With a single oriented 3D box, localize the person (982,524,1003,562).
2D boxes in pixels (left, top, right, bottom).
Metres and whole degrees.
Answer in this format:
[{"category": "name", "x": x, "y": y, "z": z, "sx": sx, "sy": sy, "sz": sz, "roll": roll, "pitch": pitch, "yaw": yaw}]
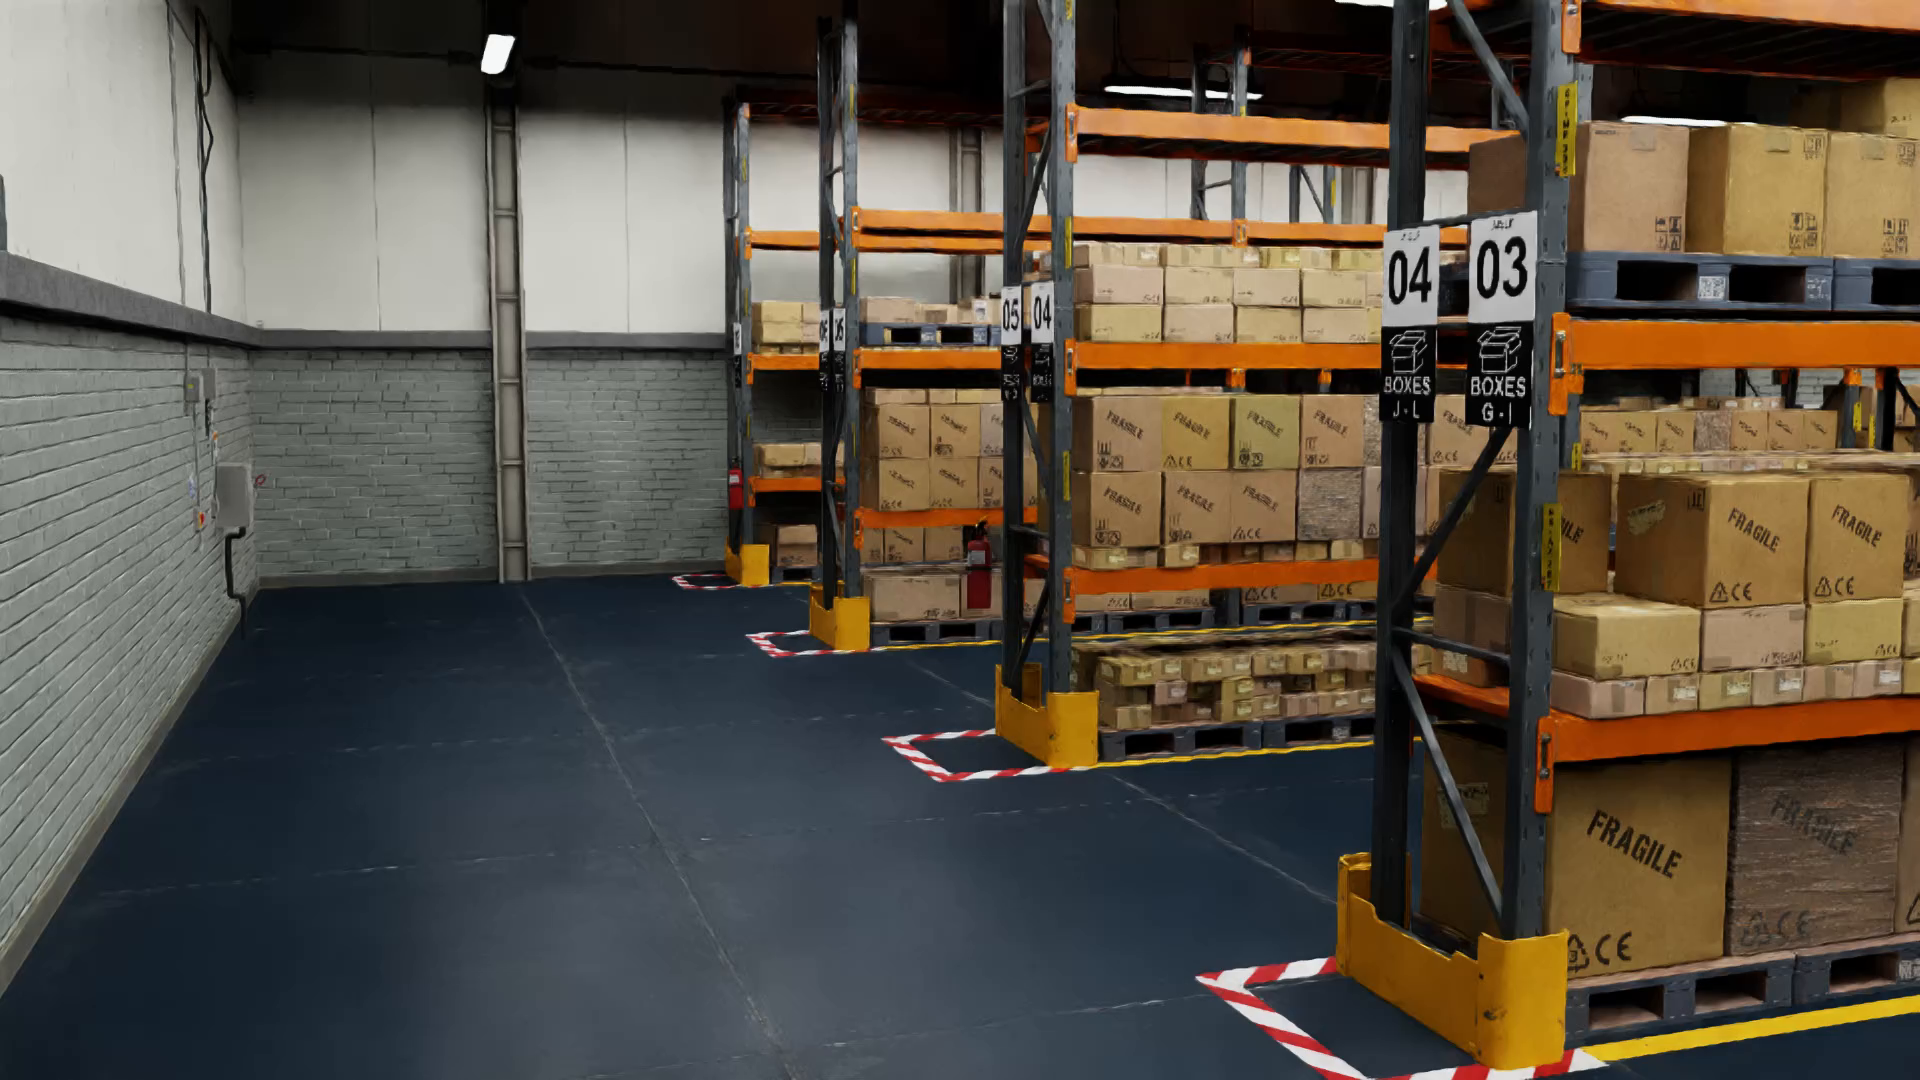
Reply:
[{"category": "person", "x": 0.388, "y": -0.065, "z": 18.278, "sx": 0.953, "sy": 1.619, "sz": 0.456, "roll": -2, "pitch": 6, "yaw": -18}]
